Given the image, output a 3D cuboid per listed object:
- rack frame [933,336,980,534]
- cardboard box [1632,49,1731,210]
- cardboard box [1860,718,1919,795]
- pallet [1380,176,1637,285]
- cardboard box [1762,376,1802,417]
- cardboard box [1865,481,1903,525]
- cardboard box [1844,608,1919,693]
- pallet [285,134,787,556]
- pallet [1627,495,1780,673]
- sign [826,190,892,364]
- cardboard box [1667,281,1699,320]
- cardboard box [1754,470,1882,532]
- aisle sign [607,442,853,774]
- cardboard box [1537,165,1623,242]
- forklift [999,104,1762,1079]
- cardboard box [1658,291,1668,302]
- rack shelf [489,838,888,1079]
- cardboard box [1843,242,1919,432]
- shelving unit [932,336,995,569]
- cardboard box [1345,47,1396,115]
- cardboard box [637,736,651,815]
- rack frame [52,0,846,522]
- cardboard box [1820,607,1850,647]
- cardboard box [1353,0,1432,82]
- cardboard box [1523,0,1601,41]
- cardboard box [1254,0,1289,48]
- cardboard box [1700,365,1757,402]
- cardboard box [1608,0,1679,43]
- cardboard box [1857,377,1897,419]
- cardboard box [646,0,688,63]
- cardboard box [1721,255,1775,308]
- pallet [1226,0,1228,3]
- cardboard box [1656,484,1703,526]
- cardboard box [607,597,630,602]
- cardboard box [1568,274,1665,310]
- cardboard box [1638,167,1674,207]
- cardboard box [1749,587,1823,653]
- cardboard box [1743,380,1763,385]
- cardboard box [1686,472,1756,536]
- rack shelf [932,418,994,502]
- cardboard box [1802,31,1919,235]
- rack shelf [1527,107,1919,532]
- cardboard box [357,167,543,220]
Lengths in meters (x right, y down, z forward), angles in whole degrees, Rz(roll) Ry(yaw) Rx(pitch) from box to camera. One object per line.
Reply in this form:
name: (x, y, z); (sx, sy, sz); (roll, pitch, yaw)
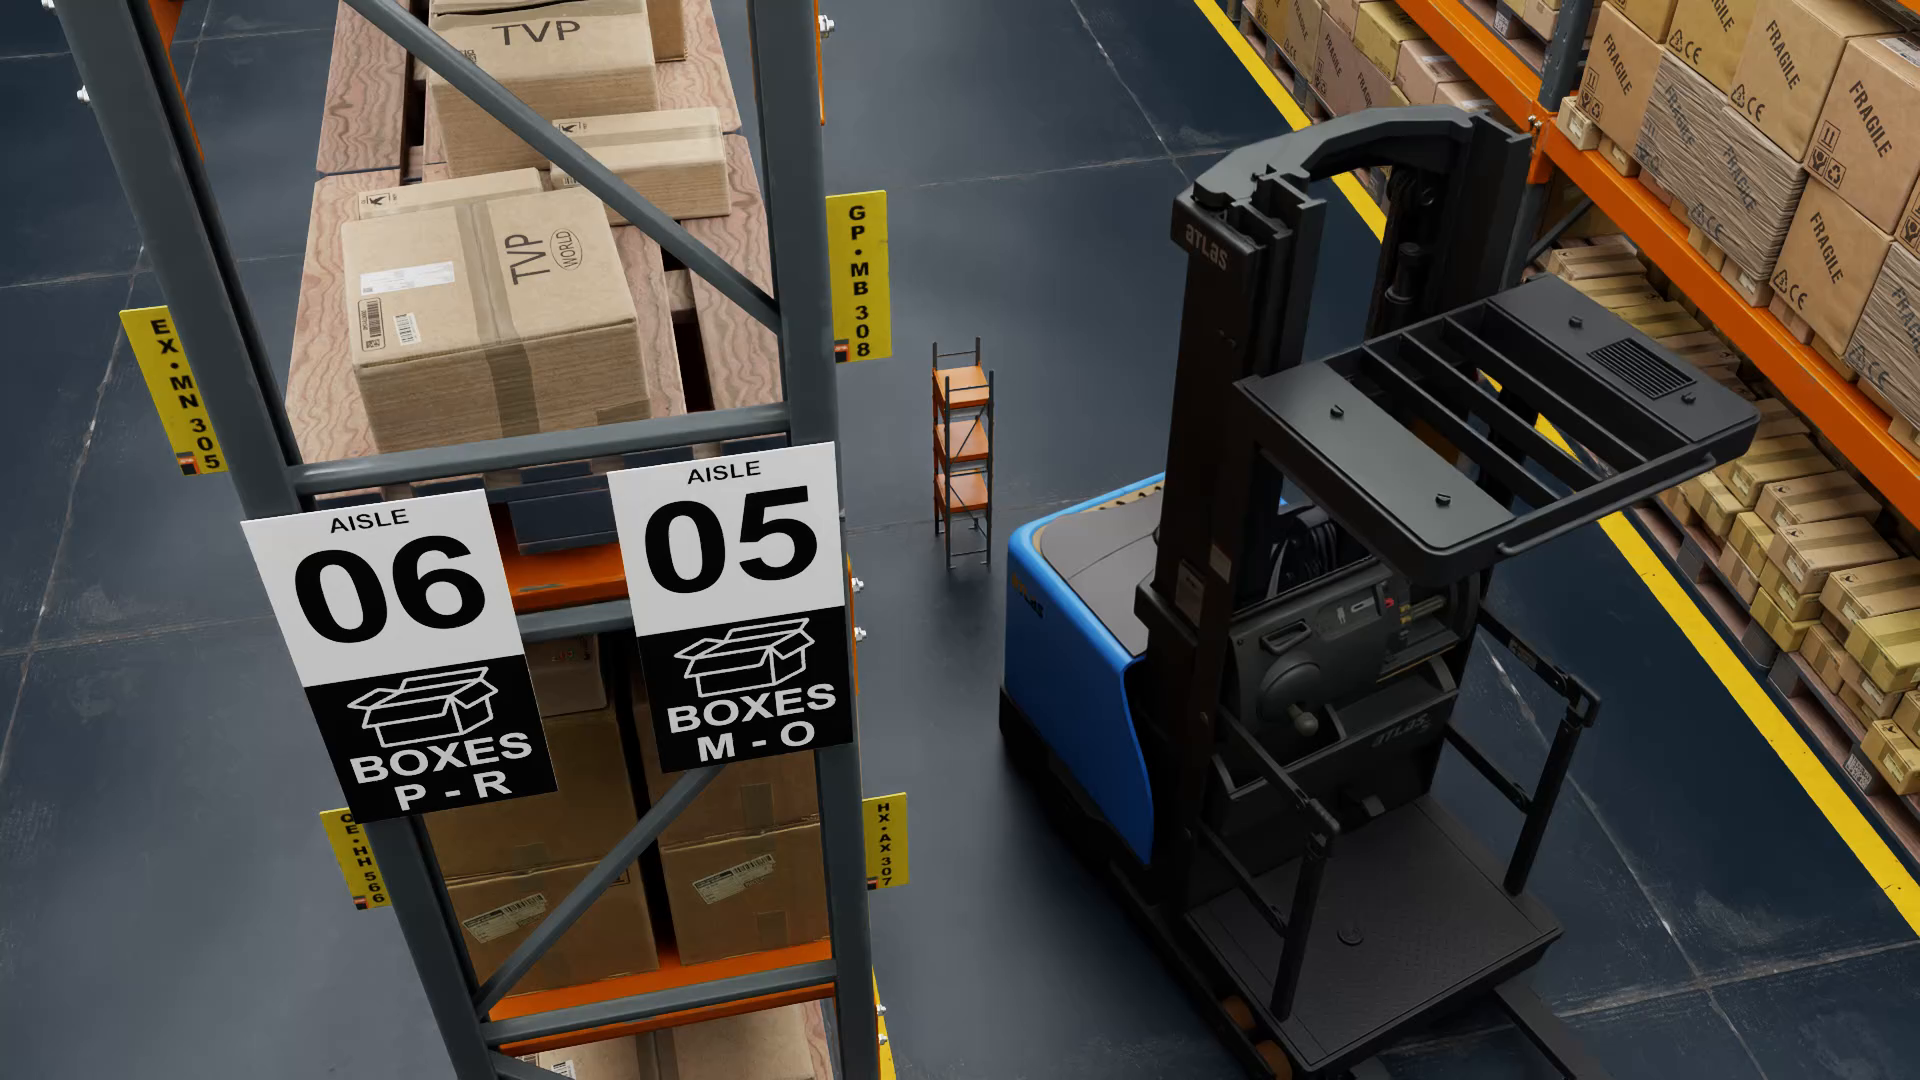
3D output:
rack frame: (-0.015, -0.437, 7.233); (0.200, 1.050, 0.008); (-8, 42, -9)
cardboard box: (3.211, -1.721, 6.912); (0.500, 0.500, 0.500); (-8, 42, -9)
cardboard box: (3.628, 0.789, 6.214); (0.380, 0.149, 0.250); (-7, 42, -8)
pallet: (3.067, -1.711, 9.300); (1.003, 0.211, 1.213); (-8, 42, -9)
cardboard box: (3.851, -0.707, 7.452); (0.380, 0.149, 0.250); (-10, 43, -11)
cardboard box: (4.015, -0.208, 6.890); (0.380, 0.149, 0.250); (-8, 42, -9)
cardboard box: (3.560, 0.403, 6.202); (0.380, 0.149, 0.250); (-9, 42, -10)
pallet: (-0.882, -0.450, 3.586); (1.003, 0.211, 1.213); (-8, 42, -9)
pallet: (3.683, 0.016, 7.354); (1.003, 0.211, 1.213); (-8, 42, -9)
sign: (-0.168, -0.436, 2.785); (0.100, 0.325, 0.005); (-8, 42, -9)
cardboard box: (3.661, -1.209, 8.018); (0.380, 0.149, 0.250); (-8, 42, -9)
cardboard box: (3.505, -0.127, 6.799); (0.380, 0.149, 0.250); (-10, 43, -11)
aisle sign: (-0.413, 0.151, 3.144); (0.394, 0.787, 0.004); (-8, 42, -9)
cardboard box: (3.336, -1.988, 9.079); (0.500, 0.500, 0.500); (-7, 42, -8)
forklift: (1.315, 0.368, 4.910); (1.130, 2.935, 3.031); (-20, 46, -22)
cardboard box: (3.615, -1.293, 8.336); (0.380, 0.149, 0.250); (-8, 42, -8)
rack shelf: (-1.143, 0.091, 5.712); (1.077, 0.370, 4.000); (-8, 42, -9)
cardboard box: (3.527, -0.721, 5.785); (0.500, 0.500, 0.500); (-8, 42, -9)
shelving unit: (0.012, -0.358, 7.144); (0.215, 1.050, 0.252); (-8, 42, -9)
cardboard box: (2.614, -2.581, 9.746); (0.500, 0.500, 0.500); (-9, 42, -10)
cardboard box: (-1.168, 0.479, 4.658); (0.500, 0.500, 0.500); (-9, 42, -10)
rack frame: (-0.712, -1.125, 2.021); (1.000, 3.000, 0.127); (-8, 42, -9)
cardboard box: (3.636, 0.315, 6.525); (0.380, 0.149, 0.250); (-9, 42, -10)
cardboard box: (2.603, -2.874, 9.512); (0.500, 0.250, 0.500); (-10, 43, -11)
cardboard box: (2.958, -2.541, 8.008); (0.380, 0.149, 0.250); (-9, 42, -10)
cardboard box: (2.277, -3.569, 10.860); (0.500, 0.500, 0.500); (-10, 43, -11)
cardboard box: (3.267, -0.623, 7.357); (0.380, 0.149, 0.250); (-7, 42, -8)
cardboard box: (3.096, -2.444, 6.973); (0.500, 0.500, 0.500); (-7, 42, -8)
cardboard box: (3.562, -0.581, 6.116); (0.380, 0.149, 0.250); (-10, 43, -11)
cardboard box: (-1.000, -1.564, 4.307); (0.500, 0.500, 0.500); (-8, 42, -9)
cardboard box: (3.310, -1.078, 6.676); (0.380, 0.149, 0.250); (-7, 42, -7)
pallet: (2.277, -4.321, 12.241); (1.003, 0.211, 1.213); (-8, 42, -9)
cardboard box: (3.321, -0.223, 7.354); (0.380, 0.149, 0.250); (-9, 42, -10)
cardboard box: (-0.644, 0.035, 3.916); (0.380, 0.149, 0.250); (-7, 42, -8)
cardboard box: (3.110, -1.123, 7.920); (0.380, 0.149, 0.250); (-6, 42, -7)
cardboard box: (3.215, -1.603, 7.267); (0.380, 0.149, 0.250); (-10, 43, -11)
cardboard box: (3.473, 0.291, 6.776); (0.380, 0.149, 0.250); (-10, 43, -11)
cardboard box: (3.719, -0.771, 7.748); (0.380, 0.149, 0.250); (-8, 42, -9)
cardboard box: (3.345, -0.174, 7.075); (0.380, 0.149, 0.250); (-8, 42, -9)
rack shelf: (0.012, -0.350, 7.151); (0.215, 0.259, 0.240); (-8, 42, -9)
cardboard box: (3.411, -1.447, 5.849); (0.500, 0.500, 0.500); (-10, 43, -11)
rack shelf: (3.668, -0.684, 6.584); (1.077, 0.370, 4.000); (-8, 42, -9)
cardboard box: (-1.065, -0.643, 3.535); (0.380, 0.149, 0.250); (-11, 43, -13)
